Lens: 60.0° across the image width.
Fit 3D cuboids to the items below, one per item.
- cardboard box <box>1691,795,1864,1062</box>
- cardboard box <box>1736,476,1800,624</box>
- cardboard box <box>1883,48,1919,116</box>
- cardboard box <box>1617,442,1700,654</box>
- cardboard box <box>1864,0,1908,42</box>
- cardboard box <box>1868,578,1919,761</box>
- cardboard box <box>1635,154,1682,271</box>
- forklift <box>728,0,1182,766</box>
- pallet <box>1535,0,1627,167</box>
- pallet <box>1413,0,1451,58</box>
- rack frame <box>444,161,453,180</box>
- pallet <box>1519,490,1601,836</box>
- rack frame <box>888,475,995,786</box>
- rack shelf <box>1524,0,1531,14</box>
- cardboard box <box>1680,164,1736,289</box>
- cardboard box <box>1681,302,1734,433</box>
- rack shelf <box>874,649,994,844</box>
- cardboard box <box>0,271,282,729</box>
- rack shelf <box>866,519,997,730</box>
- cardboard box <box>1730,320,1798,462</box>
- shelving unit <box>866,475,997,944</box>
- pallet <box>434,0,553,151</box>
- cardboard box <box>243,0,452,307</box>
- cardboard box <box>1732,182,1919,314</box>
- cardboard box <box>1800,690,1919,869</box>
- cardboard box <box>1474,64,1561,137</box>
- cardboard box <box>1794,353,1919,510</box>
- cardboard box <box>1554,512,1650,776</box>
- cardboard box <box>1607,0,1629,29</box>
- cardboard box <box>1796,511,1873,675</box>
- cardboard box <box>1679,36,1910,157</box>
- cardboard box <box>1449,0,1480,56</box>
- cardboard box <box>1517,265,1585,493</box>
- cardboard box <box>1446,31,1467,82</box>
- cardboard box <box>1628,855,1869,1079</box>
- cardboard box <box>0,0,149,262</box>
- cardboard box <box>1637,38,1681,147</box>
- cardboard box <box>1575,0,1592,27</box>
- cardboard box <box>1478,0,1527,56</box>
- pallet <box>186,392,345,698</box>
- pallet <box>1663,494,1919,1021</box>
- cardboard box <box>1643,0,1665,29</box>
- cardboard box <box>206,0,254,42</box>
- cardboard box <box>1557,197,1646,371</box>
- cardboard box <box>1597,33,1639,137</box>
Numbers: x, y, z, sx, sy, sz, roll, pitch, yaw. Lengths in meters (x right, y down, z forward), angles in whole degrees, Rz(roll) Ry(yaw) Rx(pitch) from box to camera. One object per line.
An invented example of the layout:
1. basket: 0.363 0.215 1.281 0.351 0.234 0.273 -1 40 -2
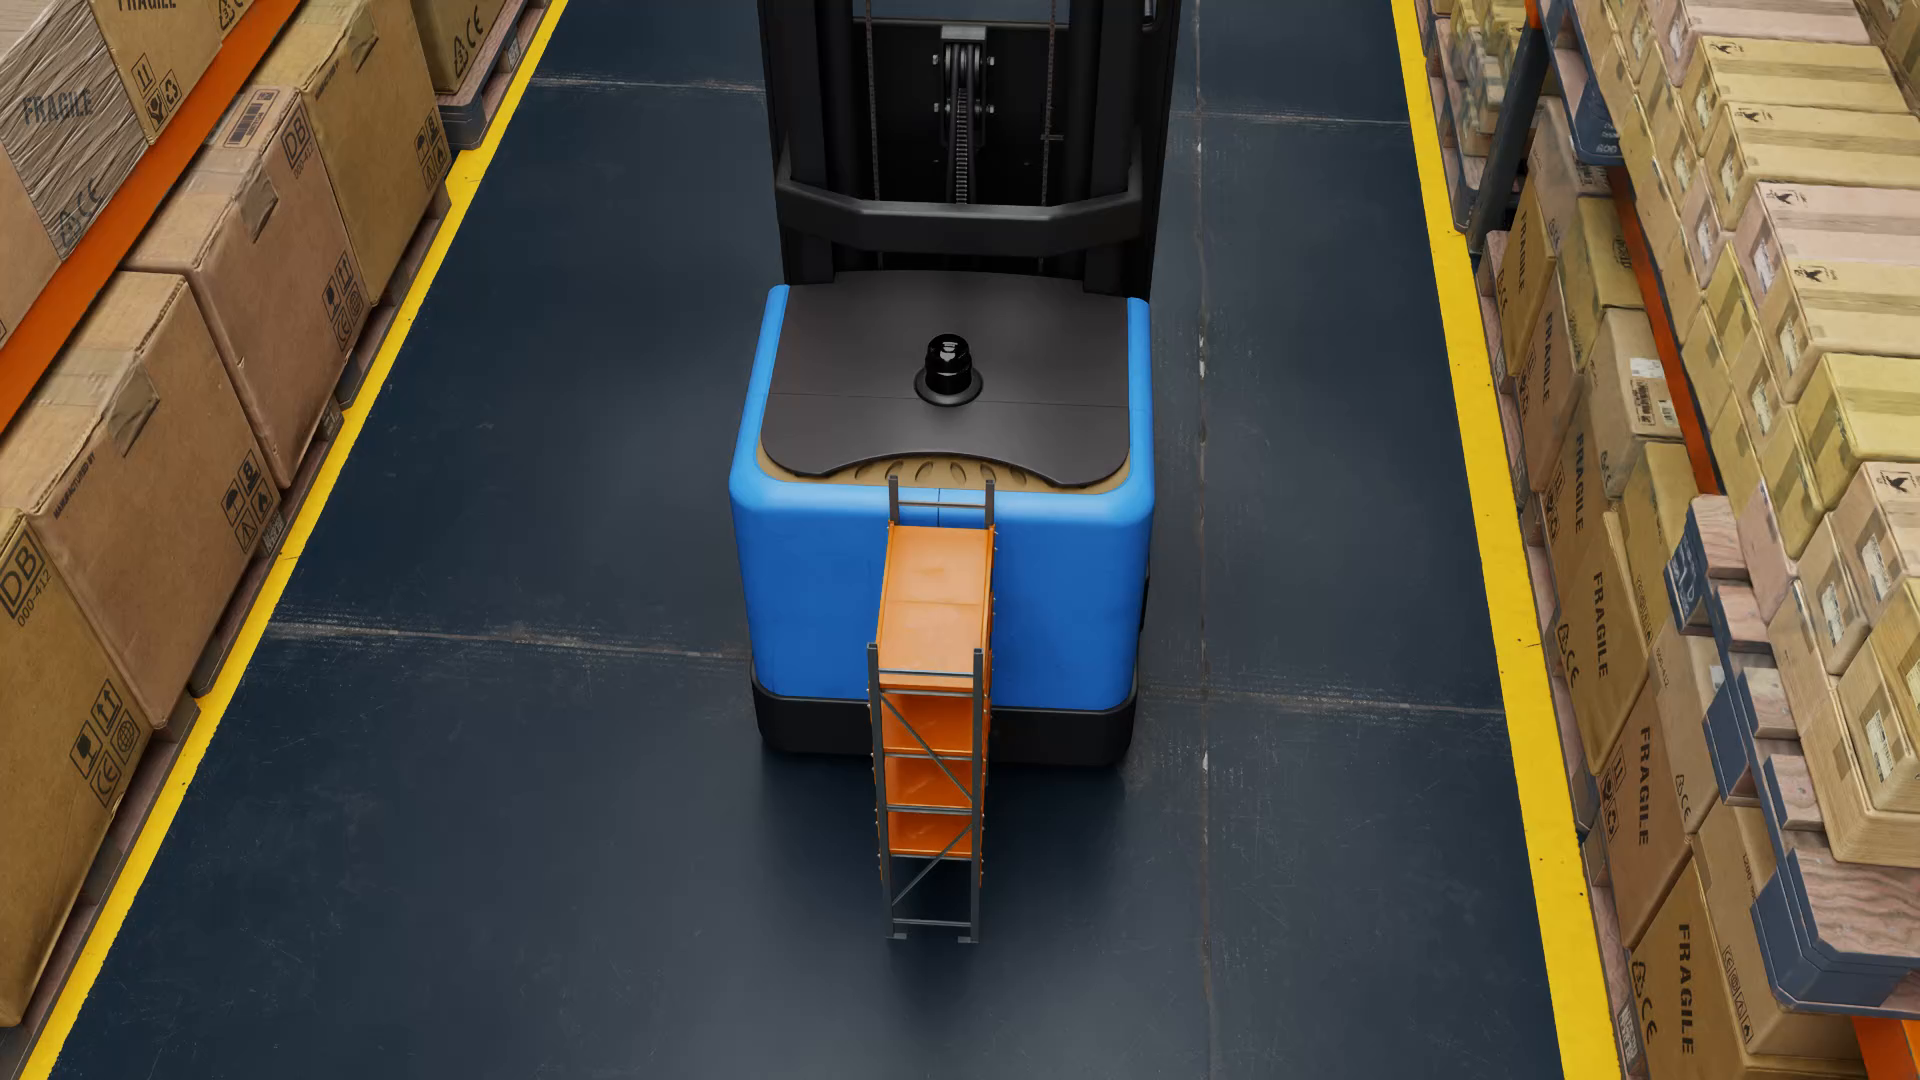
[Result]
1. cardboard box: 1.844 0.781 3.404 0.500 0.250 0.500 3 48 3
2. cardboard box: 1.677 0.031 3.075 0.380 0.149 0.250 5 48 4
3. cardboard box: 2.478 -1.076 4.087 0.380 0.149 0.250 2 48 2
4. cardboard box: 1.941 0.037 4.085 0.500 0.250 0.500 5 48 4
5. cardboard box: 2.499 -1.362 4.147 0.380 0.149 0.250 2 48 2
6. cardboard box: 1.631 0.204 2.514 0.380 0.149 0.250 2 48 2
7. cardboard box: 1.774 -0.741 3.780 0.380 0.149 0.250 2 48 2
8. forklift: 0.036 -1.451 4.591 1.130 2.935 3.031 2 48 2
9. pallet: 2.193 -1.470 4.692 1.003 0.211 1.213 4 48 4
10. pallet: 2.542 -2.541 7.431 1.003 0.211 1.213 4 48 4
11. rack frame: -2.523 -2.495 5.499 1.000 3.000 0.127 4 48 4
12. pallet: 2.229 0.325 4.810 1.003 0.211 1.213 4 48 4
13. rack frame: -0.042 0.268 4.192 0.240 1.200 0.015 3 48 2
14. rack shelf: 2.590 -3.314 6.736 1.077 0.370 4.000 4 48 4
15. cardboard box: 1.750 -0.647 3.493 0.380 0.149 0.250 5 48 5
16. cardboard box: 1.727 -0.350 3.423 0.380 0.149 0.250 2 48 2
17. rack shelf: -0.057 0.493 4.077 0.258 0.148 0.480 3 48 2
18. cardboard box: -2.715 -0.140 4.501 1.225 0.875 0.875 4 48 4
19. rack shelf: -0.057 0.183 3.737 0.258 0.148 0.480 3 48 2
20. cardboard box: 1.702 -0.272 3.150 0.380 0.149 0.250 4 48 4
21. shelving unit: -0.057 0.448 4.027 0.258 1.200 0.503 3 48 2
22. pallet: -2.376 -2.107 7.034 1.003 0.211 1.213 4 48 4
23. cardboard box: -2.561 -1.448 5.697 1.225 0.875 0.875 4 48 4
24. cardboard box: 1.728 -0.547 3.200 0.380 0.149 0.250 4 48 4
25. cardboard box: 1.630 0.402 2.735 0.380 0.149 0.250 5 48 4
26. cardboard box: 2.119 -1.620 6.145 0.380 0.149 0.250 5 48 4
27. cardboard box: 1.680 -0.173 2.858 0.380 0.149 0.250 5 48 5
28. cardboard box: 1.925 0.282 4.369 0.500 0.500 0.500 2 48 2
29. cardboard box: 1.846 -1.414 4.195 0.380 0.149 0.250 2 48 2
30. cardboard box: 1.657 0.105 2.805 0.380 0.149 0.250 5 48 5
31. cardboard box: 1.776 -0.938 3.557 0.380 0.149 0.250 5 48 5
32. cardboard box: 2.139 -2.018 6.508 0.380 0.149 0.250 2 48 2
33. cardboard box: 2.029 -0.471 5.058 0.500 0.500 0.500 6 48 5
34. cardboard box: 2.171 -1.962 6.659 0.380 0.149 0.250 2 48 2
35. cardboard box: 1.842 1.053 3.664 0.500 0.500 0.500 4 48 3
36. cardboard box: -2.437 -1.051 4.111 0.500 0.500 0.500 4 48 4
37. cardboard box: 1.799 -1.021 3.835 0.380 0.149 0.250 3 48 3
38. cardboard box: 1.867 -1.498 4.473 0.380 0.149 0.250 4 48 4
39. cardboard box: 2.164 -1.937 6.233 0.380 0.149 0.250 4 48 4
40. pallet: -2.627 -0.083 5.183 1.003 0.211 1.213 4 48 4
41. pallet: 2.002 0.386 2.994 1.213 0.211 1.003 4 48 4
42. cardboard box: 1.820 -1.321 3.908 0.380 0.149 0.250 4 48 3
43. cardboard box: -2.345 -1.803 4.799 0.500 0.500 0.500 5 48 5
44. cardboard box: 2.031 -0.722 4.778 0.500 0.250 0.500 5 48 5
45. cardboard box: 1.821 -1.126 4.133 0.380 0.149 0.250 2 48 2
